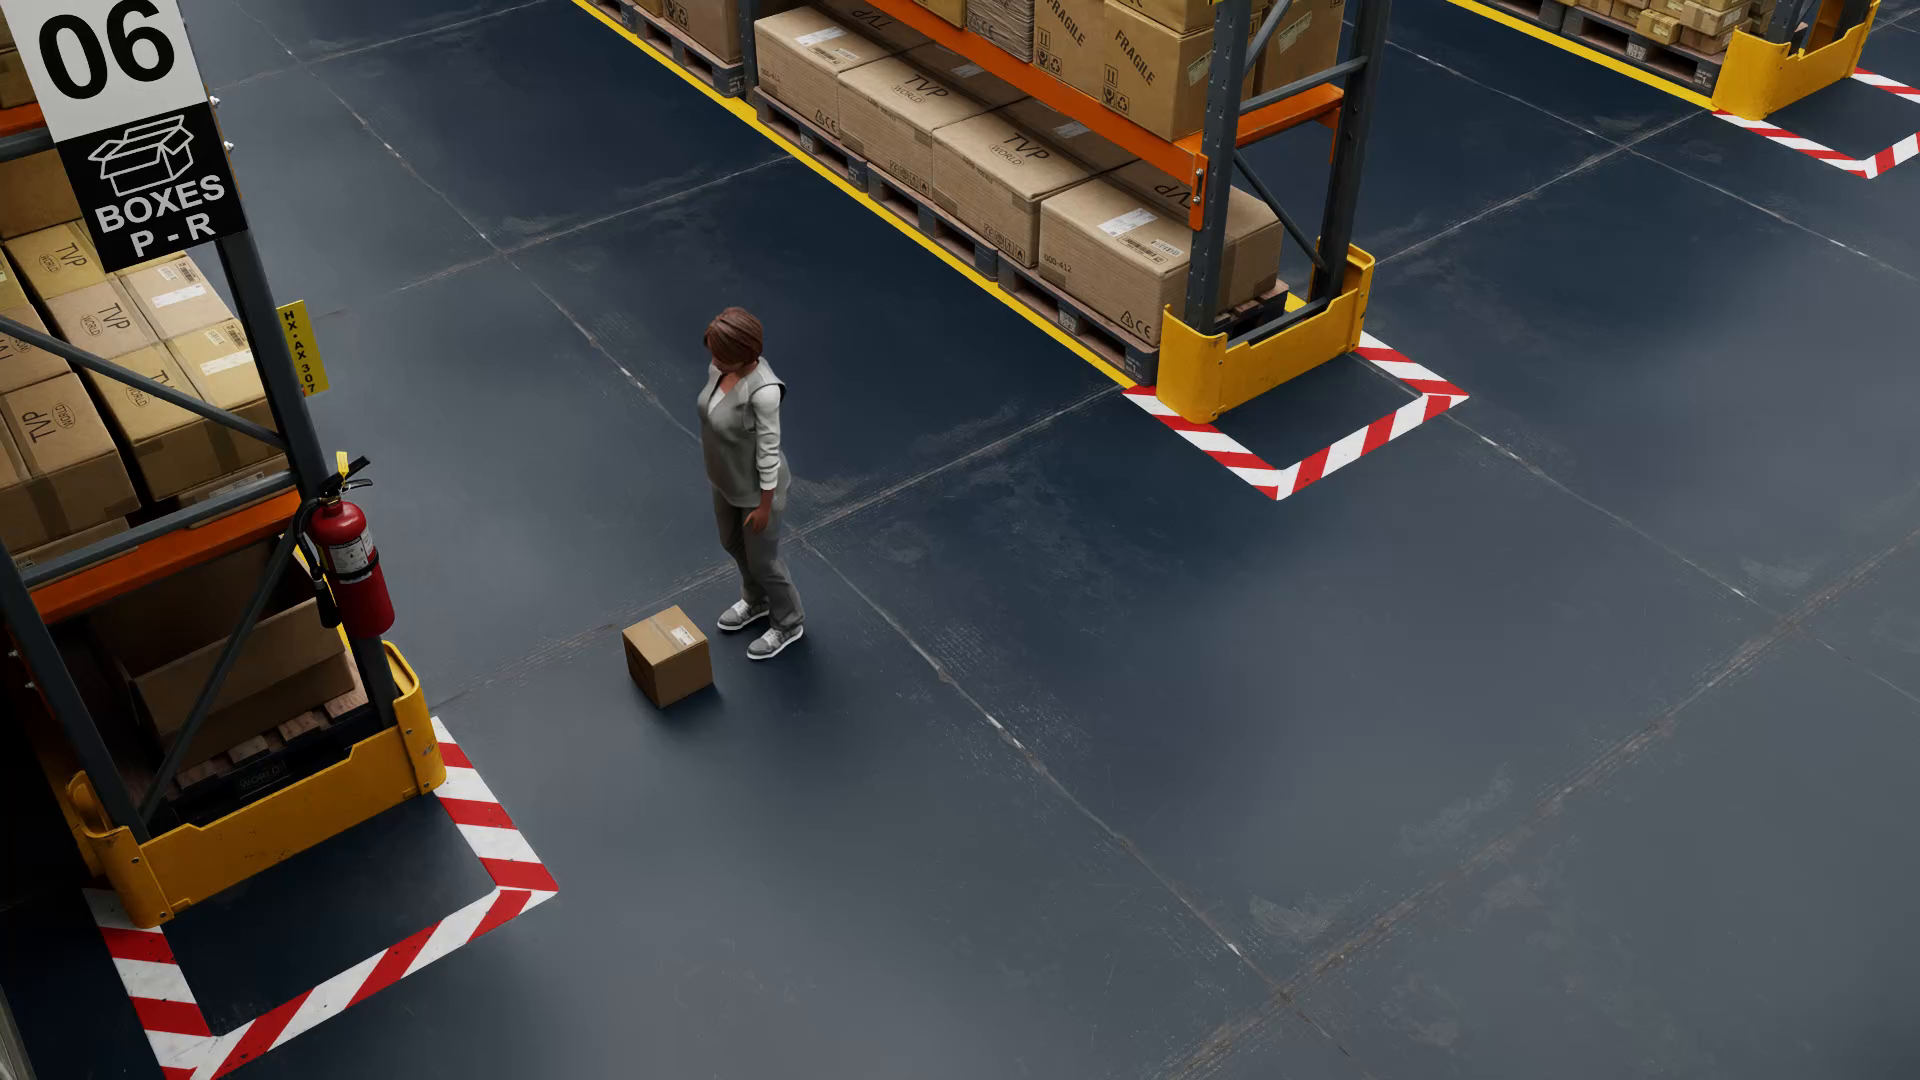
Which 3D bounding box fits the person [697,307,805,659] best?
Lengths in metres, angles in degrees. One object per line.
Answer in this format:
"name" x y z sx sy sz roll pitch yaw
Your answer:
"person" -0.807 -0.205 6.412 0.304 1.589 0.407 -26 47 -27
